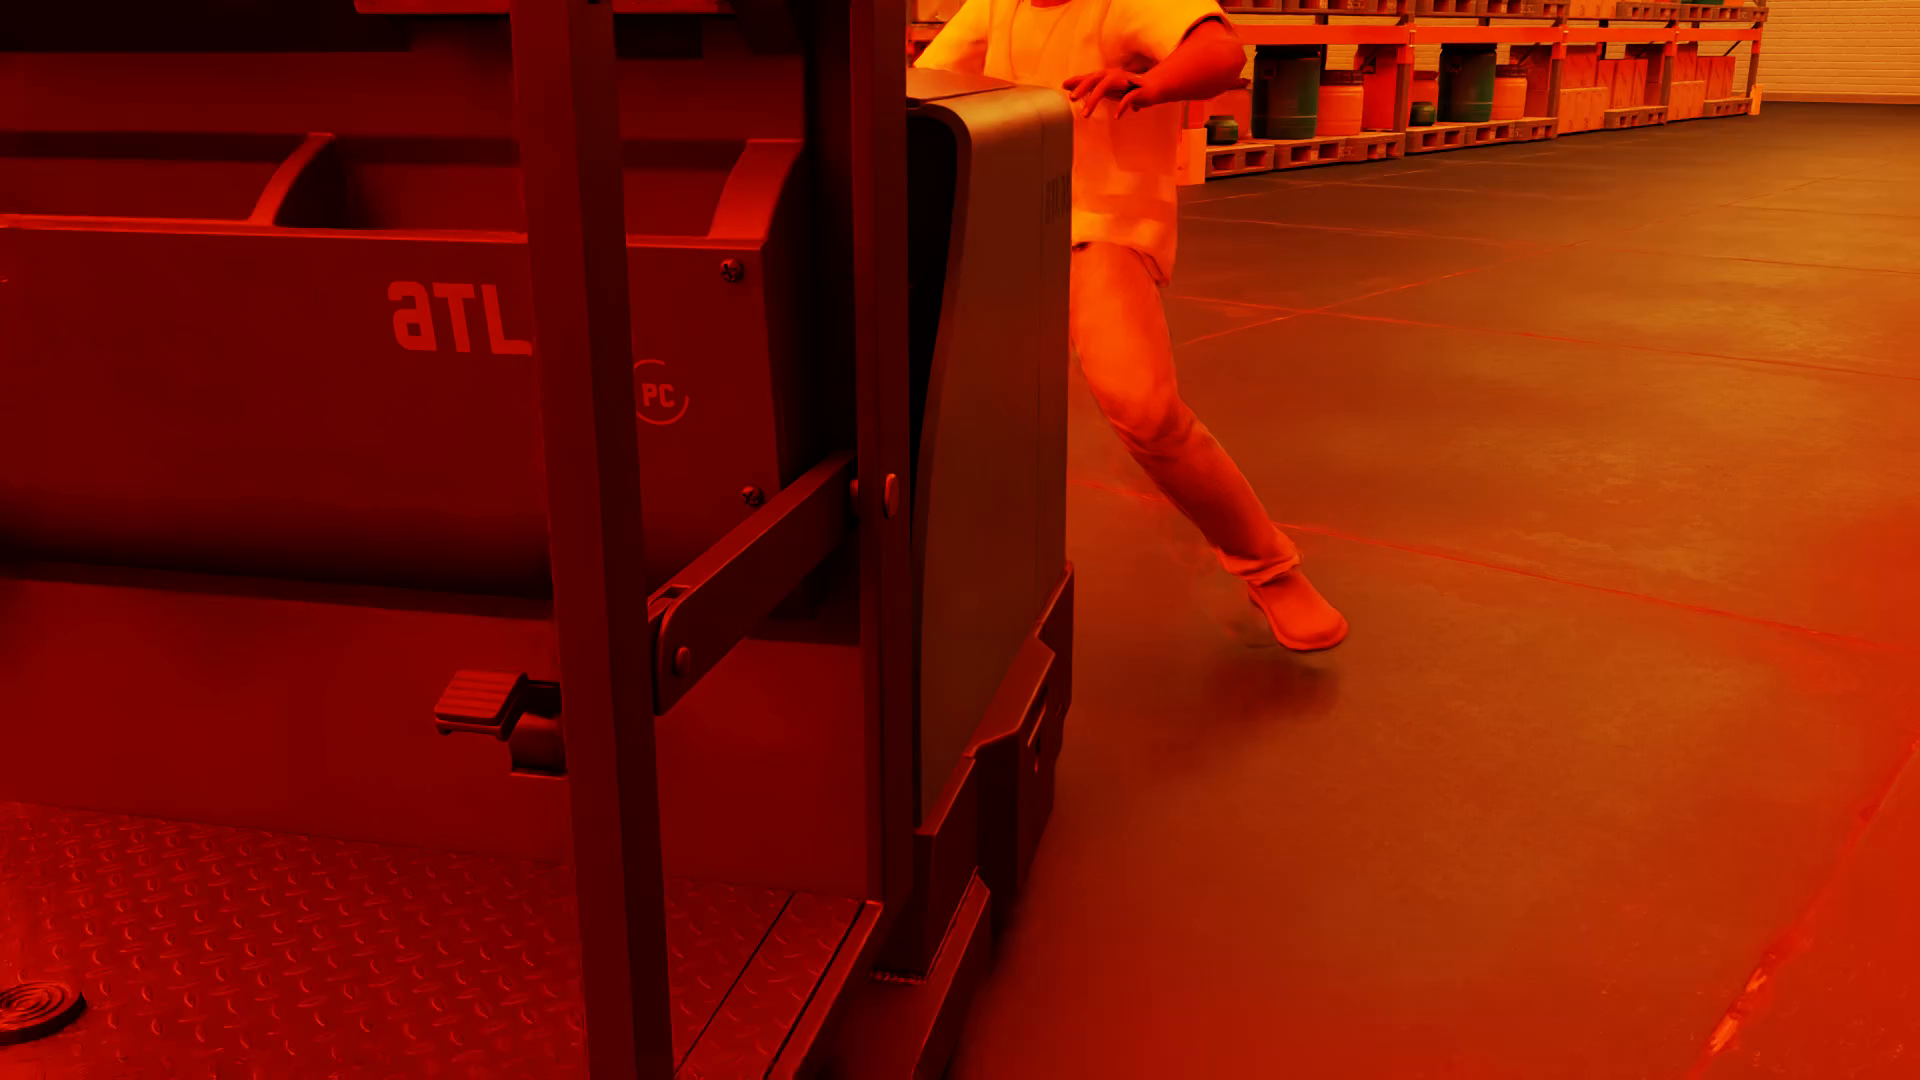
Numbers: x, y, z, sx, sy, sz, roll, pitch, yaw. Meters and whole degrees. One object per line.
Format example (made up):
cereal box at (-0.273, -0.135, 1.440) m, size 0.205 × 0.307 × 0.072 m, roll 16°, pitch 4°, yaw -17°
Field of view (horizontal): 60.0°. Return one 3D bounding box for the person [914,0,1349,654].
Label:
person at (0.132, -0.591, 3.228) m, size 0.722 × 1.543 × 1.293 m, roll -14°, pitch 22°, yaw -39°

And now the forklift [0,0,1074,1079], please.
forklift at (-0.642, -0.693, 1.178) m, size 1.130 × 2.935 × 3.031 m, roll 4°, pitch 17°, yaw 12°
